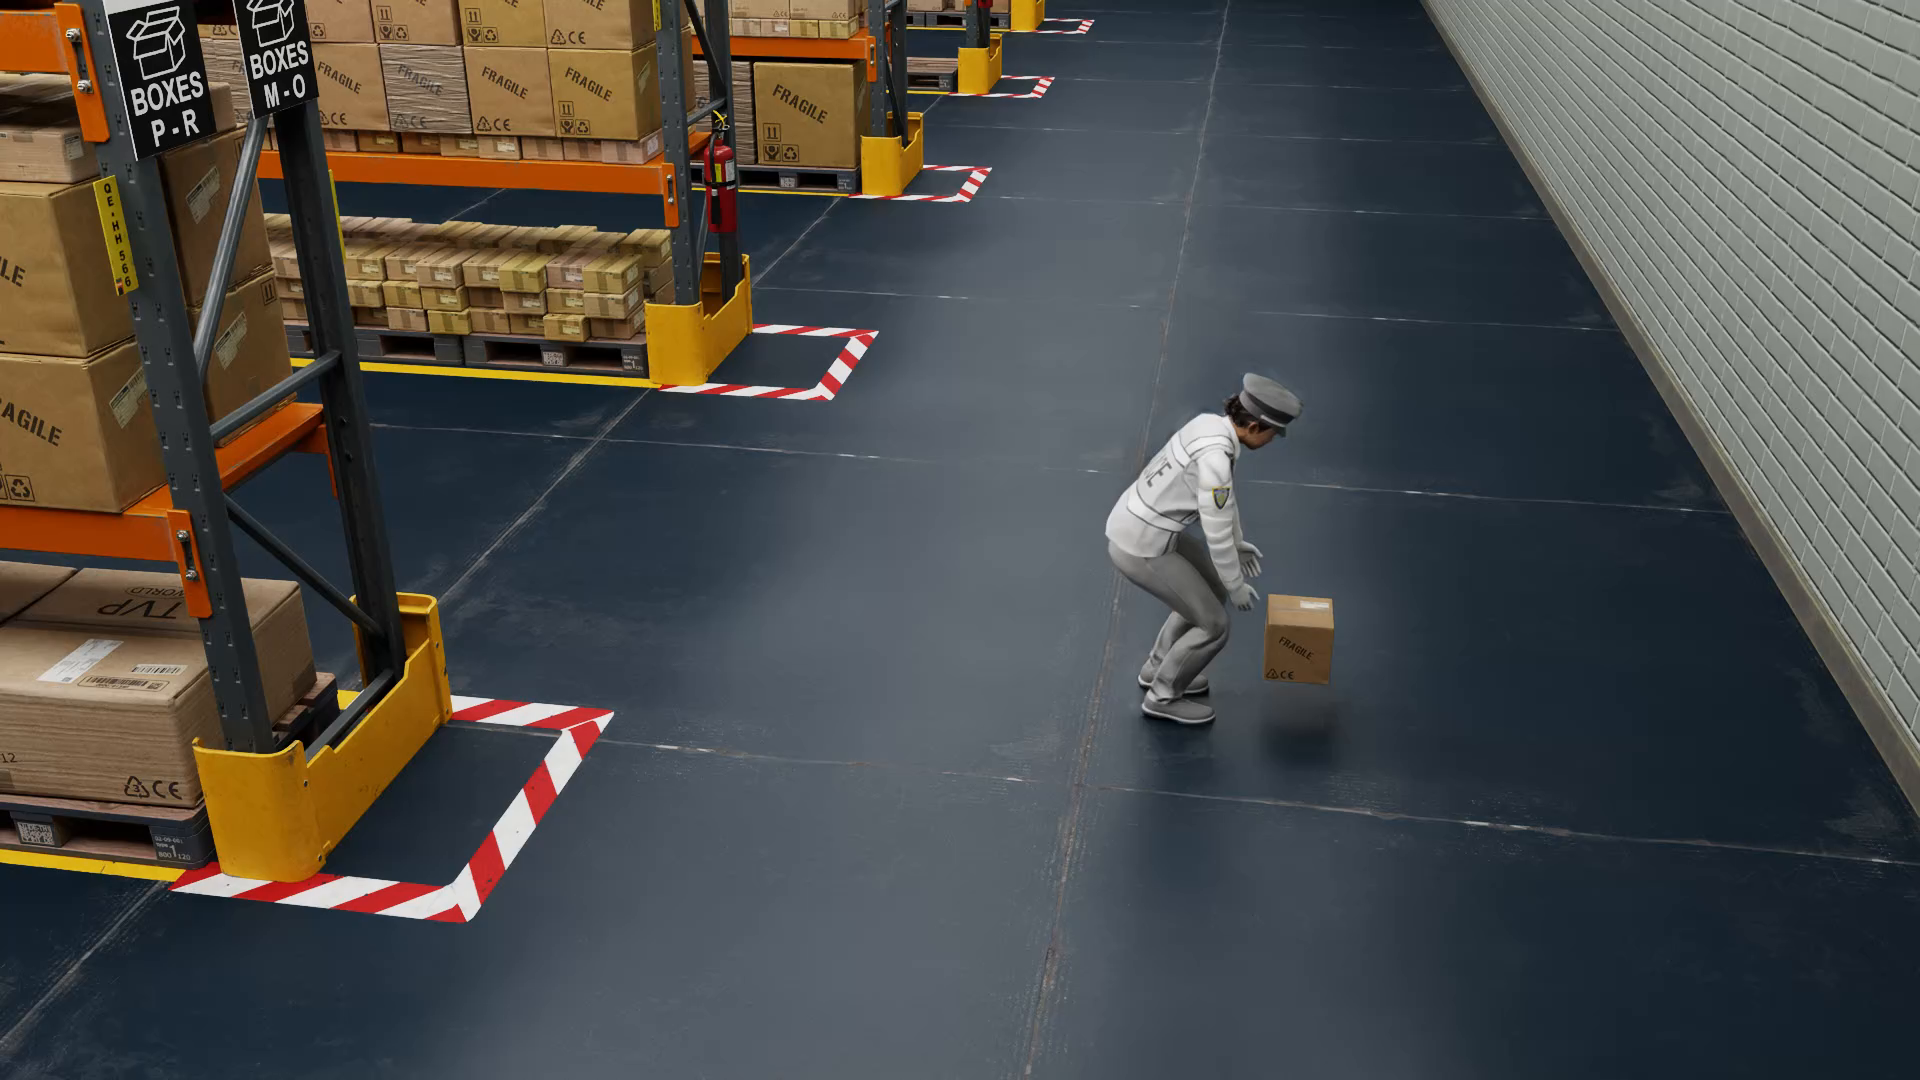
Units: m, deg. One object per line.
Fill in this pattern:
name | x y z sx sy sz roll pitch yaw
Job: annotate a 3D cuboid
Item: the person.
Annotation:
person | 0.917 0.019 6.417 0.708 1.376 0.535 4 25 9
